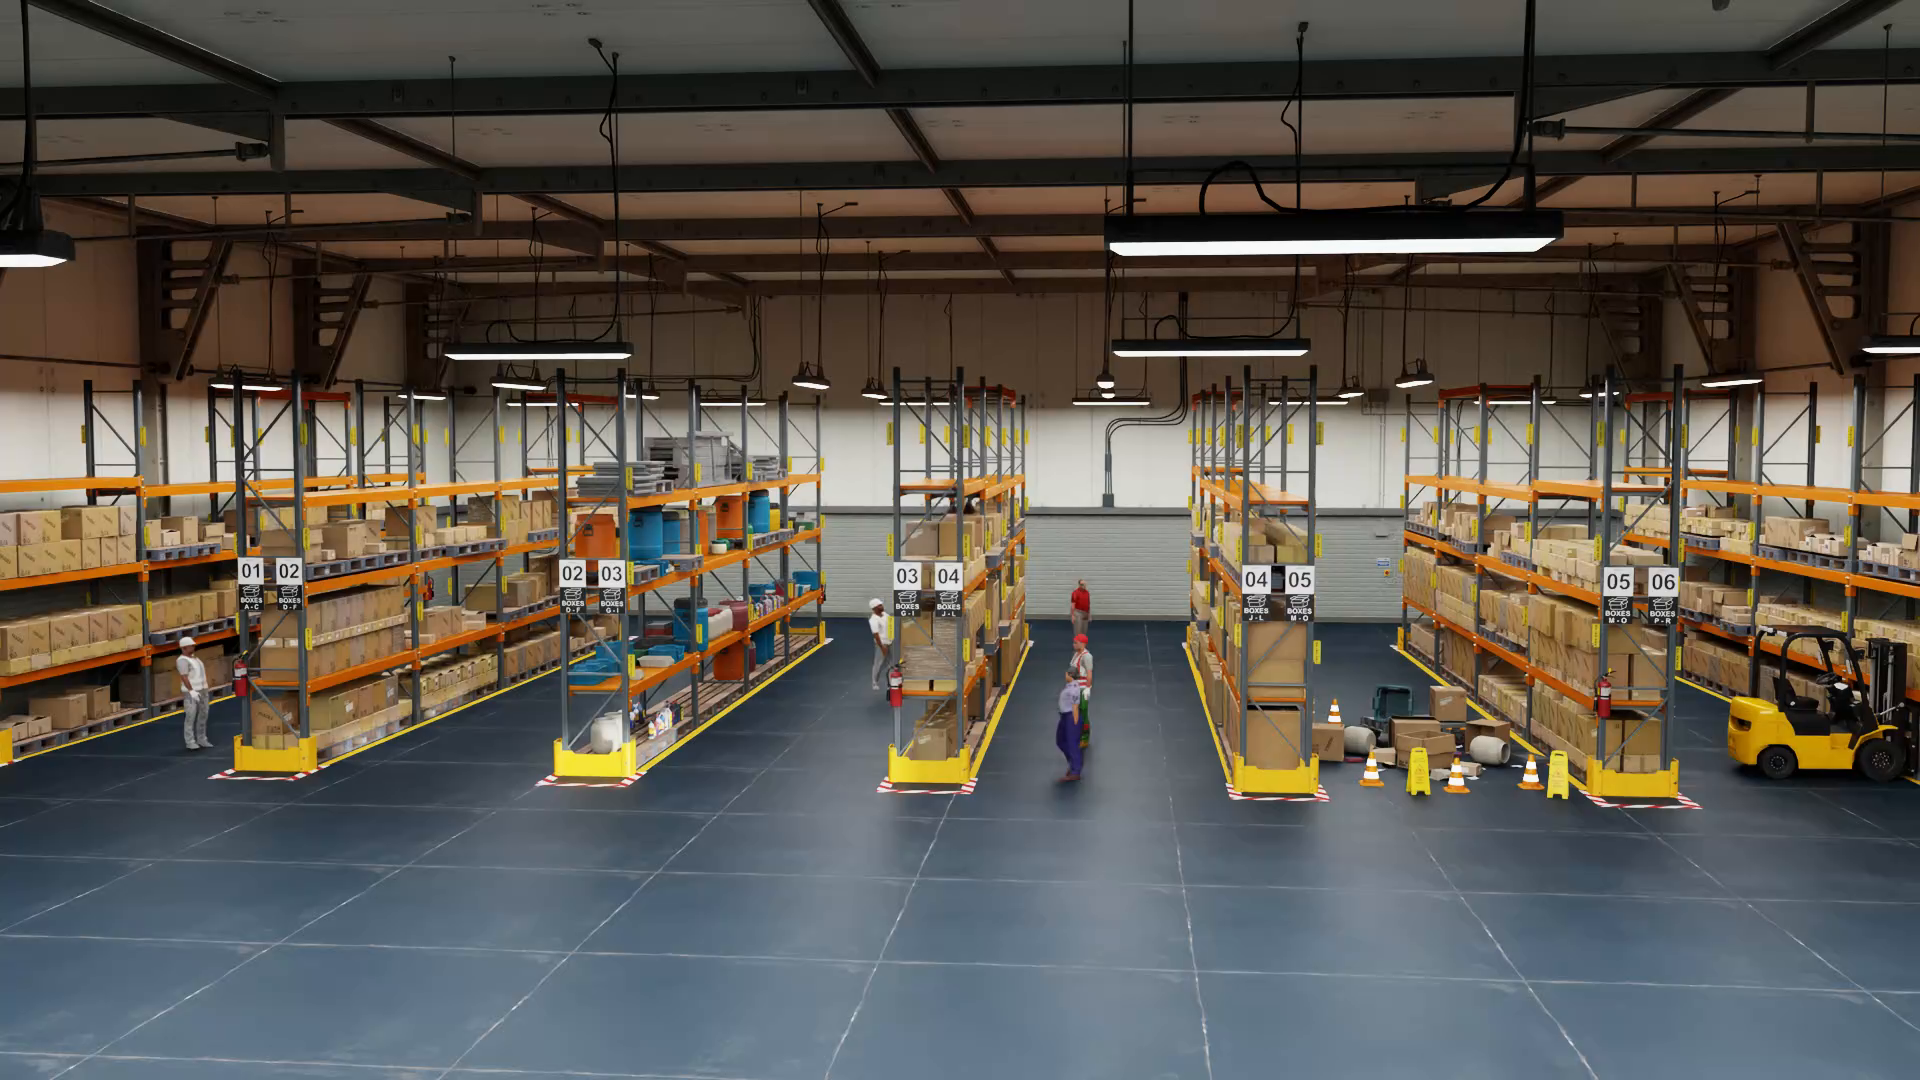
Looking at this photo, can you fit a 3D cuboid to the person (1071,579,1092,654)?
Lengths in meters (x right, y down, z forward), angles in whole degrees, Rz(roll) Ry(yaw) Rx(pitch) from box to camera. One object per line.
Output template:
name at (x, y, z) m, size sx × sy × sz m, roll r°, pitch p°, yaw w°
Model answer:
person at (2.800, 1.762, 38.275) m, size 0.623 × 1.737 × 0.397 m, roll -3°, pitch 5°, yaw -44°

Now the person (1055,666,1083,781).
person at (1.627, 2.669, 24.319) m, size 0.390 × 1.675 × 0.542 m, roll 0°, pitch 4°, yaw -8°

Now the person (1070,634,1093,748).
person at (1.930, 2.430, 27.006) m, size 0.361 × 1.812 × 0.594 m, roll -1°, pitch 4°, yaw -18°

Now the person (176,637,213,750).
person at (-12.295, 2.463, 26.752) m, size 0.597 × 1.821 × 0.655 m, roll 1°, pitch 4°, yaw 18°

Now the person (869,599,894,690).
person at (-1.407, 1.999, 31.617) m, size 0.465 × 1.790 × 0.713 m, roll 3°, pitch 4°, yaw 36°
